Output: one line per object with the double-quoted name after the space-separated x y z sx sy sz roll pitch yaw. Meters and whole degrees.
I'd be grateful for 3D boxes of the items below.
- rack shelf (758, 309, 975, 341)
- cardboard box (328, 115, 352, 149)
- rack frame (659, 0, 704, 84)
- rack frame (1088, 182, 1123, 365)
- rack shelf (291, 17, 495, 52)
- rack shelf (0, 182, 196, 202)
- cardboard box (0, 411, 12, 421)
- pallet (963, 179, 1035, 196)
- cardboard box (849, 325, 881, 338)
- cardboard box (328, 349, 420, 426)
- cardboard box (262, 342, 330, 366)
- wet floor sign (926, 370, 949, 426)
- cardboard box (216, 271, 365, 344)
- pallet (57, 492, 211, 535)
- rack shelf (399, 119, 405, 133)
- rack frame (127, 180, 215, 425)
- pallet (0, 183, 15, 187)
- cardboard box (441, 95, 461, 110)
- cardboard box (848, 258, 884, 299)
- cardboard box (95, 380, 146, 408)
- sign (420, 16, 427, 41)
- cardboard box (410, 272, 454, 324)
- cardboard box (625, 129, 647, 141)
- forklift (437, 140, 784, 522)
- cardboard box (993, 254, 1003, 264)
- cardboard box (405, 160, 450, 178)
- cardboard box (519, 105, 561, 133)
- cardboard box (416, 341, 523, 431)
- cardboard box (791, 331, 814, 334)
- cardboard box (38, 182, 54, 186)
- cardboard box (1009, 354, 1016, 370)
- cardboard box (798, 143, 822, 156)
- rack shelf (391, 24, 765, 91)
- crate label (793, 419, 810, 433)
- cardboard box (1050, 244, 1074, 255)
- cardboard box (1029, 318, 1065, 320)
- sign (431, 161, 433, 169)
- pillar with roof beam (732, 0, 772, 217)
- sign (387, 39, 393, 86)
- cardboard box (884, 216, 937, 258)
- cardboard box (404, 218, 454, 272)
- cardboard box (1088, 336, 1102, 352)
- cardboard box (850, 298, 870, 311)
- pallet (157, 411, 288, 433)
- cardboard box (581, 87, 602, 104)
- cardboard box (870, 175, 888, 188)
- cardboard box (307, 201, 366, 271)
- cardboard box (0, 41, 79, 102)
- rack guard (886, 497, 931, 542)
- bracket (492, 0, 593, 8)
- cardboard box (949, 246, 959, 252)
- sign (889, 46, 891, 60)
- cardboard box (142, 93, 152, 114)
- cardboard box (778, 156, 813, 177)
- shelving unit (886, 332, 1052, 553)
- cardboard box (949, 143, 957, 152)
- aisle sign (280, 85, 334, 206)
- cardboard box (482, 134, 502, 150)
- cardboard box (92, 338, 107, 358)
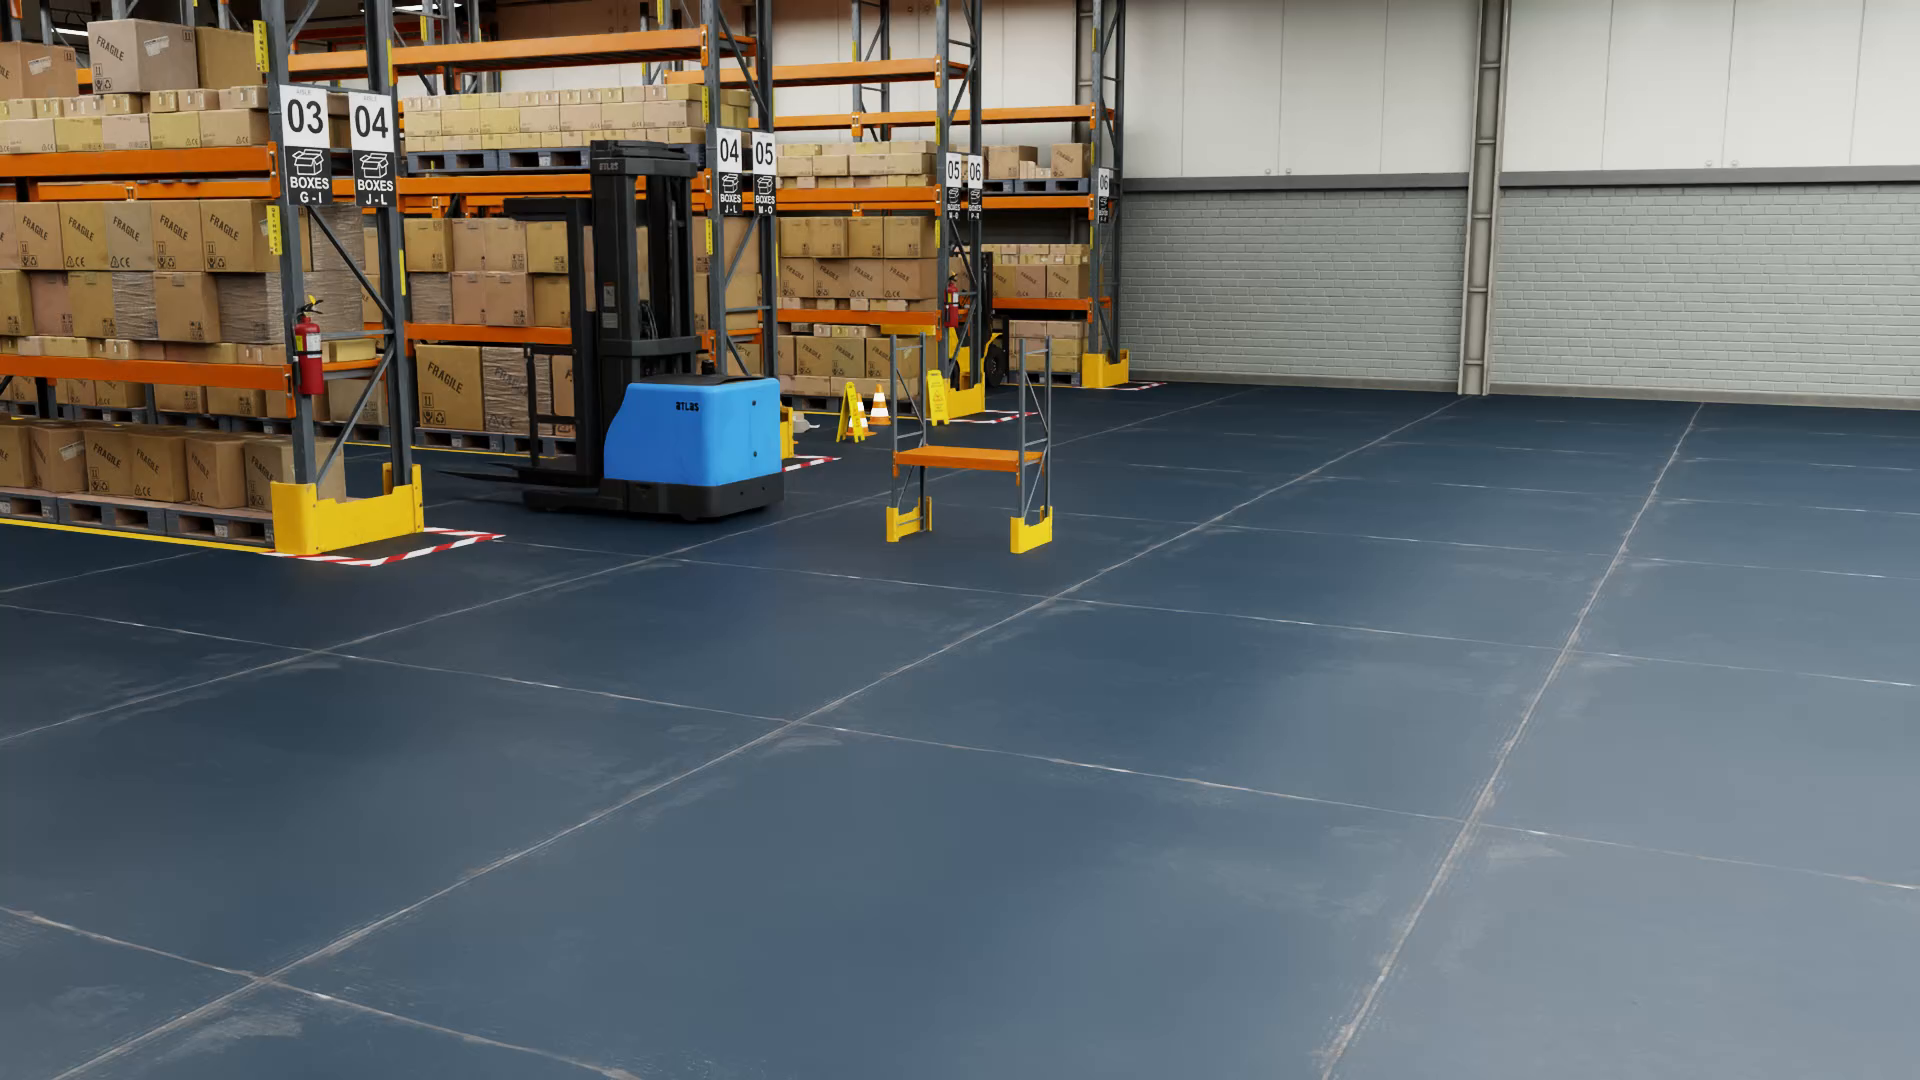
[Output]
-1.798 -2.851 21.580 4.000 0.370 1.077 5 11 26 "rack shelf"
-4.707 -2.946 12.084 0.500 0.250 0.500 5 12 28 "cardboard box"
-3.592 -6.315 21.852 0.127 3.000 1.000 5 11 26 "rack frame"
2.189 -3.840 25.027 0.127 3.000 1.000 5 11 26 "rack frame"
-10.366 -9.177 30.356 4.000 0.370 1.077 5 11 26 "rack shelf"
-11.072 -4.159 20.383 4.000 0.370 1.077 5 11 26 "rack shelf"
-8.518 -0.818 14.111 0.500 0.500 0.700 4 11 21 "cardboard box"
0.468 -5.429 25.628 1.213 0.211 1.003 5 11 26 "pallet"
-1.197 -2.629 20.947 0.250 0.149 0.380 5 12 27 "cardboard box"
-6.288 -1.698 18.328 0.750 0.750 1.050 5 11 26 "cardboard box"
-4.736 -1.330 11.864 0.250 0.149 0.380 5 11 26 "cardboard box"
-0.308 -1.703 19.827 0.267 0.644 0.232 -10 14 -43 "wet floor sign"
-4.870 -1.708 12.128 0.500 0.500 0.875 5 11 26 "cardboard box"
-6.260 -0.264 13.098 1.213 0.211 1.003 5 11 26 "pallet"
-10.366 -7.540 30.652 4.000 0.370 1.077 5 11 26 "rack shelf"
-9.278 -2.879 19.716 0.127 3.000 1.000 5 11 26 "rack frame"
-11.428 -4.431 20.395 1.003 0.211 1.213 5 11 26 "pallet"
-5.059 -4.442 16.933 0.250 0.149 0.380 5 11 25 "cardboard box"
-1.060 -3.282 20.825 0.500 0.500 0.500 5 11 26 "cardboard box"
-9.984 -1.866 19.957 0.500 0.500 0.500 5 11 26 "cardboard box"
-7.421 -7.078 23.005 0.005 0.325 0.100 5 11 26 "sign"
-5.355 -2.611 17.811 0.550 0.550 0.875 5 11 26 "cardboard box"
-3.008 -3.869 16.009 0.250 0.149 0.380 5 11 27 "cardboard box"
-2.991 -1.744 13.638 3.031 2.935 1.130 5 12 27 "forklift"
0.592 -4.288 25.400 0.250 0.149 0.380 5 11 26 "cardboard box"
-7.584 -5.417 23.845 0.637 0.503 0.797 4 11 22 "cardboard box"
-4.017 -4.166 16.530 0.500 0.250 0.500 5 11 26 "cardboard box"
-5.158 -1.664 17.790 0.875 0.875 0.875 5 11 27 "cardboard box"
-2.027 -2.502 22.065 0.500 0.500 0.500 6 12 29 "cardboard box"
-10.804 -4.486 19.892 0.500 0.500 0.500 5 11 26 "cardboard box"
0.741 -2.762 25.610 0.500 0.250 0.500 5 11 26 "cardboard box"
-1.828 -4.887 20.854 0.250 0.149 0.380 5 12 27 "cardboard box"
-3.898 -4.808 16.669 4.000 0.370 1.077 5 11 26 "rack shelf"
-1.880 -1.314 19.109 0.298 0.136 0.250 -1 10 -4 "crate label"
1.539 -4.364 24.983 0.250 0.149 0.380 5 11 26 "cardboard box"
1.392 -3.293 25.736 0.500 0.250 0.500 5 11 26 "cardboard box"
-7.432 -5.359 23.321 0.005 0.325 0.100 5 11 26 "sign"
-5.323 -6.776 24.404 0.548 9.000 9.100 5 11 26 "pillar with roof beam"
-4.149 -3.457 12.034 0.005 0.325 0.100 5 11 26 "sign"
-0.559 -3.740 20.550 0.500 0.500 0.700 5 11 24 "cardboard box"
-5.376 -3.135 17.674 0.550 0.550 0.875 5 11 26 "cardboard box"
1.859 -3.010 25.577 0.500 0.250 0.500 5 12 27 "cardboard box"
-1.175 -2.960 20.869 0.250 0.149 0.380 5 12 27 "cardboard box"
-8.605 -1.433 19.554 1.213 0.211 1.003 5 11 26 "pallet"
-3.466 -4.302 16.161 0.250 0.149 0.380 5 11 26 "cardboard box"
-0.909 -4.424 20.534 0.250 0.149 0.380 5 12 28 "cardboard box"
-4.762 -2.239 12.255 0.500 0.500 0.500 5 11 26 "cardboard box"
-7.460 -3.703 13.323 0.500 0.500 0.500 5 11 24 "cardboard box"
-0.378 -0.156 12.392 0.087 0.250 0.587 5 11 26 "rack guard"
-6.258 -9.414 28.872 4.783 0.066 0.076 5 11 26 "bracket"
-0.054 -4.509 25.783 0.250 0.149 0.380 5 11 26 "cardboard box"
-1.131 -7.732 26.616 0.005 0.325 0.100 5 11 26 "sign"
-5.654 -3.134 12.001 0.250 0.149 0.380 5 11 26 "cardboard box"
-1.954 -4.713 21.009 0.500 0.250 0.500 5 11 26 "cardboard box"
0.068 -0.732 12.063 1.083 1.500 0.587 5 11 26 "shelving unit"
-0.233 -4.853 20.664 0.250 0.149 0.380 5 11 25 "cardboard box"
-4.467 -2.691 11.376 0.004 0.787 0.394 5 11 26 "aisle sign"
-4.602 -4.009 16.783 0.250 0.149 0.380 5 11 25 "cardboard box"
-6.321 -1.463 12.594 0.250 0.149 0.380 5 11 26 "cardboard box"
